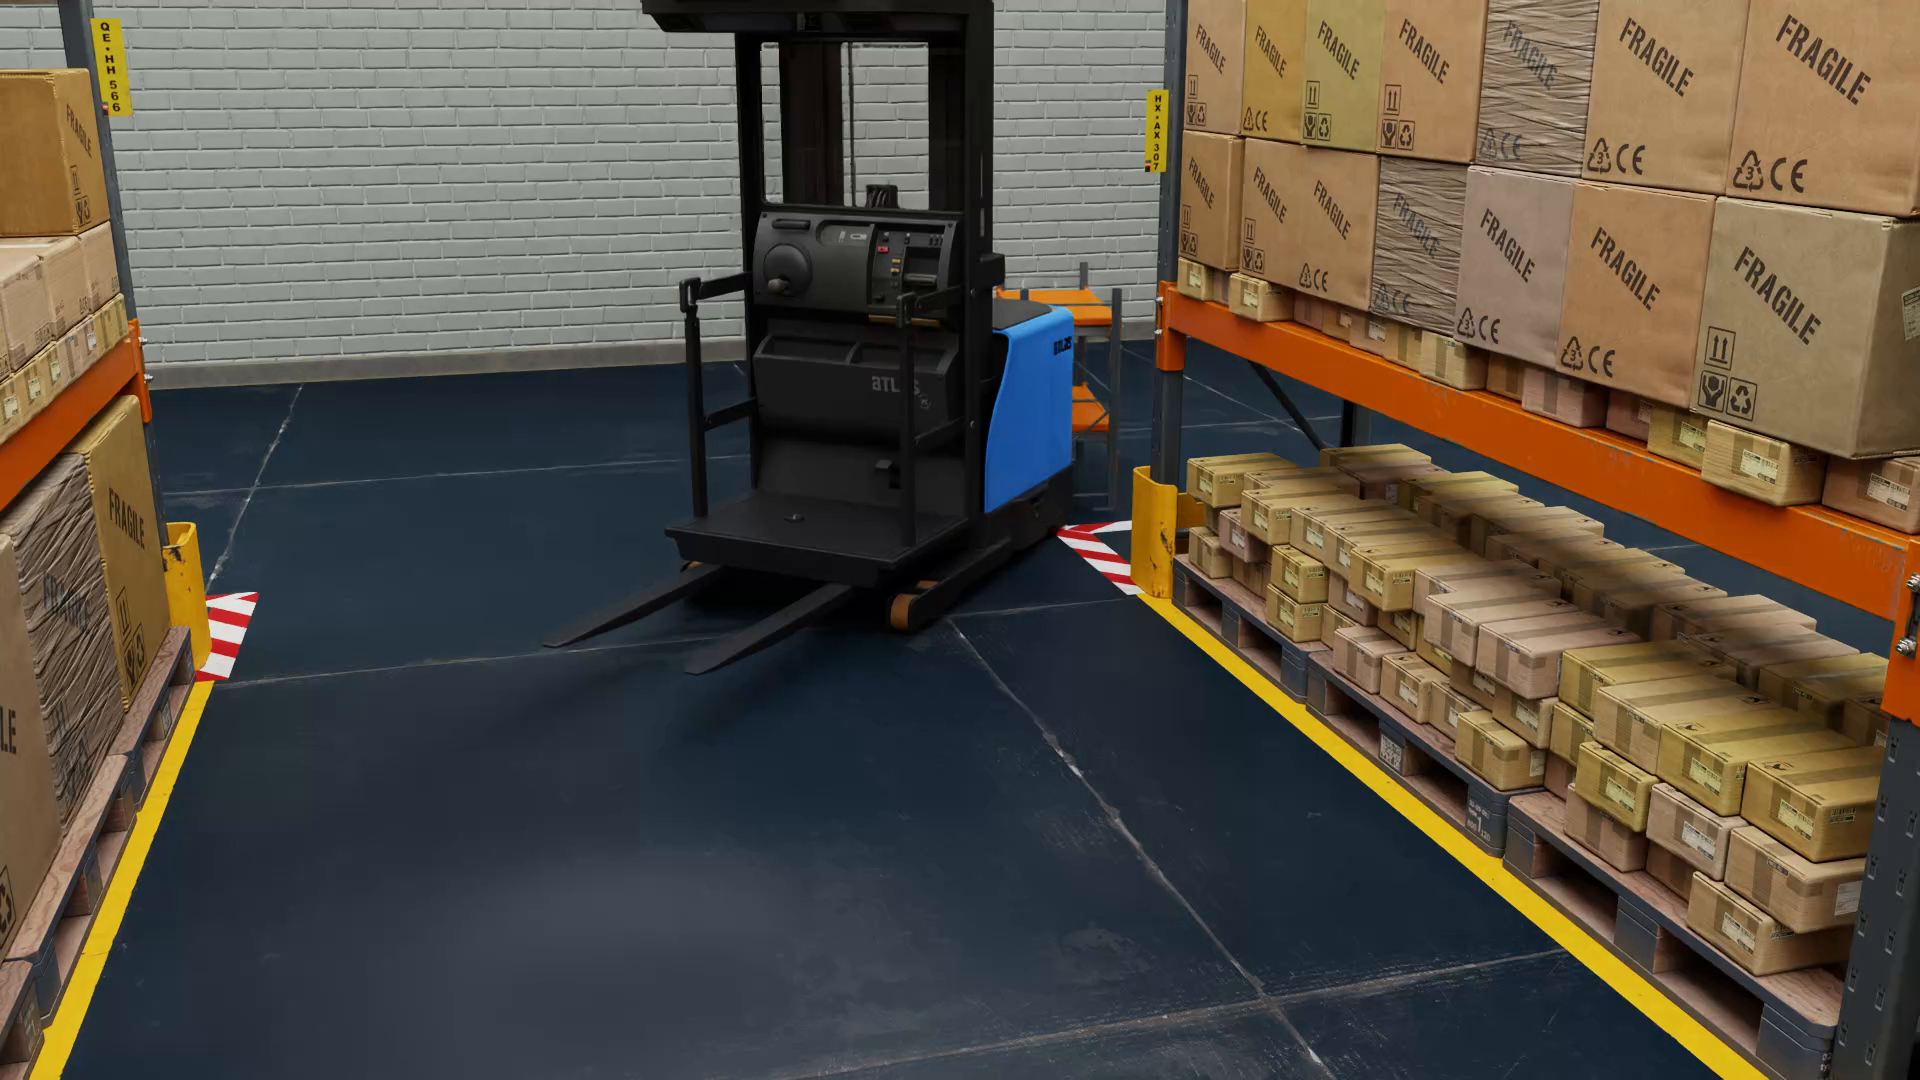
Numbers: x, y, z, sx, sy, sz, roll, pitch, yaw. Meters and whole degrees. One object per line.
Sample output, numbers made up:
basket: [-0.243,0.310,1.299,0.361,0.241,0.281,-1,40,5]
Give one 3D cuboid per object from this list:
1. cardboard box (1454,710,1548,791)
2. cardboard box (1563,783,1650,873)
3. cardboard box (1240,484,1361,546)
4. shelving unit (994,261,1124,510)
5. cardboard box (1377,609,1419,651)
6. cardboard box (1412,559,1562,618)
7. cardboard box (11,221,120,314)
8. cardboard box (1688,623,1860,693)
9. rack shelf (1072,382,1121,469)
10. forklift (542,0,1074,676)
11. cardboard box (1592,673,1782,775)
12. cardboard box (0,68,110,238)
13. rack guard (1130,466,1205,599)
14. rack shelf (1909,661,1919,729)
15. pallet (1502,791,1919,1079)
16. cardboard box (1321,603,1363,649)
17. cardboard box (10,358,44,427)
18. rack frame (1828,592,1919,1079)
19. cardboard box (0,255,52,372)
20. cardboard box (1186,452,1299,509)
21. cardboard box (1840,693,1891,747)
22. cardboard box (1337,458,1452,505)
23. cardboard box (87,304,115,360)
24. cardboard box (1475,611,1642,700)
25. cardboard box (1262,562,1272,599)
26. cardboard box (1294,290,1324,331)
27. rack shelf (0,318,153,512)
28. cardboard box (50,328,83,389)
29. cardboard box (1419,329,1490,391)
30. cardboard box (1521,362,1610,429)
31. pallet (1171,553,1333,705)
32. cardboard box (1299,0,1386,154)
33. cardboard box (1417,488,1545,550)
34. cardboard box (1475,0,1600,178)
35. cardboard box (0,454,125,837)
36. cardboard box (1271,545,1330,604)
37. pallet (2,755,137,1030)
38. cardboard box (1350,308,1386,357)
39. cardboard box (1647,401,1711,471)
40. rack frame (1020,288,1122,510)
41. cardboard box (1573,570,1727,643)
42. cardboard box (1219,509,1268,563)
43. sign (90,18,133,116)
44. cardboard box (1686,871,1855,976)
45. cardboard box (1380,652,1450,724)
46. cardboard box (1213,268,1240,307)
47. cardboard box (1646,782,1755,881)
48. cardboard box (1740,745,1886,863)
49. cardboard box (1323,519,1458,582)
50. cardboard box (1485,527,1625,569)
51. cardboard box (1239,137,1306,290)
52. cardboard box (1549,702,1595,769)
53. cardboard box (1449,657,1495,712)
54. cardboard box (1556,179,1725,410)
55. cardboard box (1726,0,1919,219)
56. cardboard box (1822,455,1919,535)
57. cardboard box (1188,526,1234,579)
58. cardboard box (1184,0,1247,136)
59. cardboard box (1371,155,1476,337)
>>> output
cardboard box: [1.706,0.608,4.941,0.380,0.149,0.250,-5,17,-15]
cardboard box: [1.865,0.747,4.475,0.380,0.149,0.250,-5,18,-17]
cardboard box: [1.282,-0.098,6.254,0.380,0.149,0.250,-5,17,-15]
shelving unit: [0.497,-0.836,8.781,0.538,1.125,1.048,-1,17,-5]
cardboard box: [1.642,0.250,5.615,0.380,0.149,0.250,-4,17,-12]
cardboard box: [1.686,0.180,5.329,0.380,0.149,0.250,-5,17,-15]
cardboard box: [-3.082,-0.889,5.440,0.500,0.250,0.500,-5,17,-16]
cardboard box: [2.301,0.362,4.726,0.380,0.149,0.250,-5,17,-17]
rack shelf: [0.497,-0.602,8.851,0.538,0.278,1.000,-1,17,-5]
forklift: [-0.537,-1.168,6.744,1.130,2.935,3.031,8,18,25]
cardboard box: [1.894,0.477,4.342,0.380,0.149,0.250,-5,17,-16]
cardboard box: [-3.083,-1.247,5.329,0.500,0.500,0.500,-4,17,-15]
rack guard: [1.348,-0.077,7.340,1.175,0.500,0.348,-5,17,-15]
rack shelf: [2.976,0.709,1.628,1.077,0.370,4.000,-5,17,-15]
pallet: [2.207,0.964,4.377,1.003,0.211,1.213,-5,17,-15]
cardboard box: [1.515,0.316,5.913,0.380,0.149,0.250,-5,17,-15]
cardboard box: [-2.702,-0.384,4.454,0.380,0.149,0.250,-5,17,-15]
rack frame: [2.423,-0.189,3.366,0.949,2.616,0.053,-5,17,-15]
cardboard box: [-2.803,-0.607,4.504,0.500,0.250,0.500,-5,18,-17]
cardboard box: [1.144,-0.244,6.742,0.380,0.149,0.250,-6,18,-18]
cardboard box: [2.512,0.498,4.272,0.380,0.149,0.250,-4,17,-13]
cardboard box: [1.730,-0.215,6.647,0.380,0.149,0.250,-4,17,-14]
cardboard box: [-2.982,-0.666,5.393,0.380,0.149,0.250,-5,17,-15]
cardboard box: [1.735,0.331,4.827,0.380,0.149,0.250,-6,18,-18]
cardboard box: [1.388,0.173,6.387,0.380,0.149,0.250,-5,17,-15]
cardboard box: [1.436,-0.853,6.013,0.380,0.149,0.250,-4,17,-13]
rack shelf: [-2.920,-0.033,4.099,1.077,0.370,4.000,-5,17,-15]
cardboard box: [-2.847,-0.528,4.931,0.380,0.149,0.250,-4,17,-14]
cardboard box: [1.624,-0.556,5.025,0.380,0.149,0.250,-4,17,-14]
cardboard box: [1.780,-0.416,4.561,0.380,0.149,0.250,-5,18,-18]
pallet: [1.537,0.289,6.624,1.003,0.211,1.213,-5,17,-15]
cardboard box: [1.461,-1.535,5.418,0.500,0.500,0.500,-5,17,-16]
cardboard box: [1.933,-0.077,6.187,0.380,0.149,0.250,-5,18,-17]
cardboard box: [1.763,-1.252,4.477,0.500,0.500,0.500,-4,17,-14]
cardboard box: [-2.967,0.308,4.677,0.875,0.875,0.875,-5,17,-15]
cardboard box: [1.363,0.112,6.073,0.380,0.149,0.250,-4,17,-14]
pallet: [-2.843,0.956,4.402,1.003,0.211,1.213,-5,17,-15]
cardboard box: [1.527,-0.705,5.523,0.380,0.149,0.250,-5,17,-16]
cardboard box: [1.931,-0.270,4.074,0.380,0.149,0.250,-4,17,-13]
rack frame: [0.543,-0.691,8.296,0.500,1.125,0.032,-1,17,-5]
cardboard box: [2.156,0.216,5.211,0.380,0.149,0.250,-5,18,-18]
cardboard box: [1.245,-0.028,6.540,0.380,0.149,0.250,-5,17,-16]
sign: [-2.944,-1.638,5.767,0.100,0.325,0.005,-5,17,-15]
cardboard box: [1.991,0.894,3.988,0.380,0.149,0.250,-4,17,-15]
cardboard box: [1.601,0.466,5.412,0.380,0.149,0.250,-5,17,-15]
cardboard box: [1.210,-0.992,6.478,0.380,0.149,0.250,-4,17,-13]
cardboard box: [1.948,0.697,4.126,0.380,0.149,0.250,-6,18,-18]
cardboard box: [2.078,0.613,3.890,0.380,0.149,0.250,-4,17,-14]
cardboard box: [1.496,0.042,5.790,0.380,0.149,0.250,-4,17,-13]
cardboard box: [2.026,0.074,5.682,0.380,0.149,0.250,-5,18,-17]
cardboard box: [1.356,-1.194,6.020,0.500,0.500,0.500,-5,17,-15]
cardboard box: [1.882,0.547,4.625,0.380,0.149,0.250,-5,17,-15]
cardboard box: [1.739,0.403,5.106,0.380,0.149,0.250,-6,18,-18]
cardboard box: [1.880,-0.634,4.159,0.500,0.500,0.500,-5,17,-17]
cardboard box: [2.037,-0.967,3.527,0.500,0.500,0.500,-5,18,-17]
cardboard box: [2.122,-0.129,3.604,0.380,0.149,0.250,-5,17,-16]
cardboard box: [1.163,0.039,6.833,0.380,0.149,0.250,-4,17,-14]
cardboard box: [1.195,-1.819,6.366,0.500,0.500,0.500,-5,17,-16]
cardboard box: [1.625,-0.917,5.098,0.500,0.500,0.500,-5,17,-17]
